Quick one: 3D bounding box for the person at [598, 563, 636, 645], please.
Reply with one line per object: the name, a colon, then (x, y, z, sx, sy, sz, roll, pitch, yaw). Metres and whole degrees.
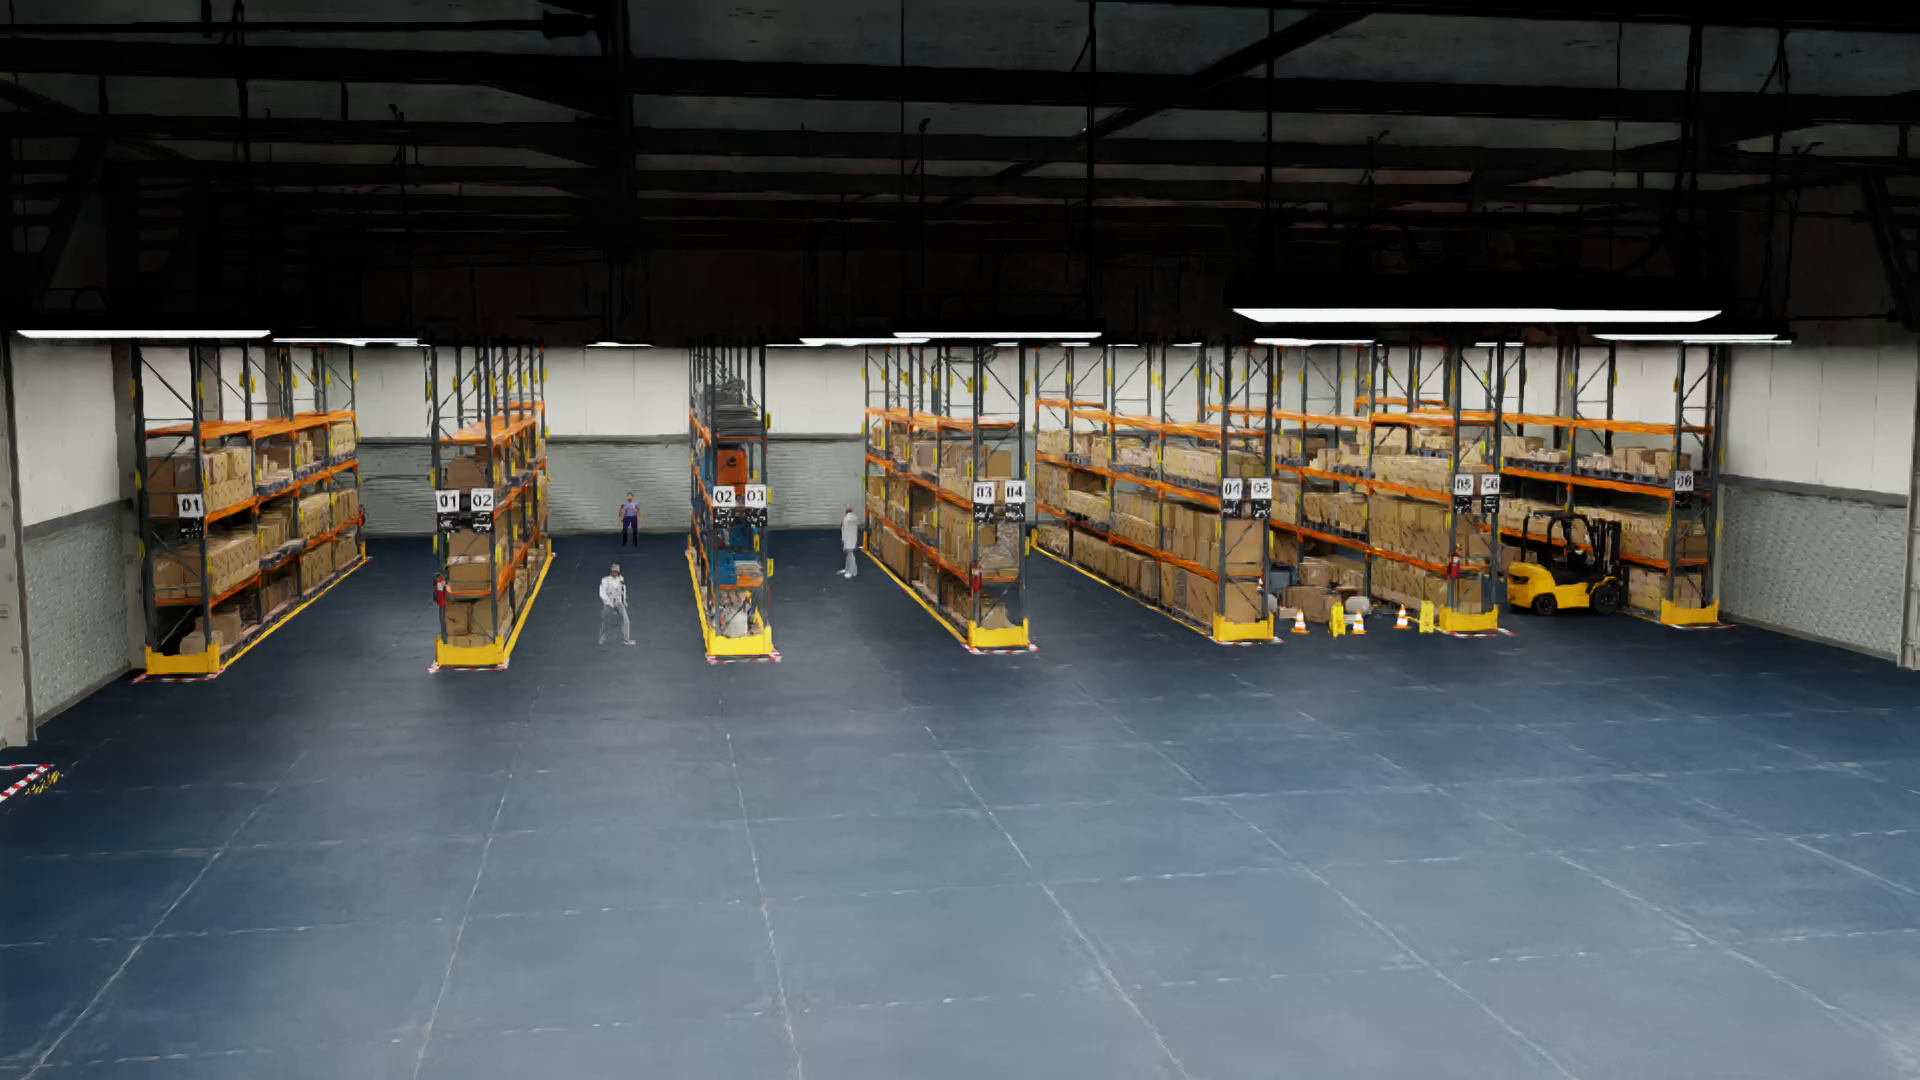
person: (-6.725, 1.227, 32.286, 0.638, 1.595, 0.813, -3, 7, -27)

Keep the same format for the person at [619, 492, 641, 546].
person: (-9.622, -0.617, 48.520, 0.625, 1.596, 0.517, -1, 7, -12)

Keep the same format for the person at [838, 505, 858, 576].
person: (-2.848, -0.004, 42.144, 0.636, 1.775, 0.677, 2, 7, 21)

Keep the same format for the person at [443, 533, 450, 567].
person: (-13.522, -0.194, 43.714, 0.400, 1.794, 0.649, -4, 8, -33)
